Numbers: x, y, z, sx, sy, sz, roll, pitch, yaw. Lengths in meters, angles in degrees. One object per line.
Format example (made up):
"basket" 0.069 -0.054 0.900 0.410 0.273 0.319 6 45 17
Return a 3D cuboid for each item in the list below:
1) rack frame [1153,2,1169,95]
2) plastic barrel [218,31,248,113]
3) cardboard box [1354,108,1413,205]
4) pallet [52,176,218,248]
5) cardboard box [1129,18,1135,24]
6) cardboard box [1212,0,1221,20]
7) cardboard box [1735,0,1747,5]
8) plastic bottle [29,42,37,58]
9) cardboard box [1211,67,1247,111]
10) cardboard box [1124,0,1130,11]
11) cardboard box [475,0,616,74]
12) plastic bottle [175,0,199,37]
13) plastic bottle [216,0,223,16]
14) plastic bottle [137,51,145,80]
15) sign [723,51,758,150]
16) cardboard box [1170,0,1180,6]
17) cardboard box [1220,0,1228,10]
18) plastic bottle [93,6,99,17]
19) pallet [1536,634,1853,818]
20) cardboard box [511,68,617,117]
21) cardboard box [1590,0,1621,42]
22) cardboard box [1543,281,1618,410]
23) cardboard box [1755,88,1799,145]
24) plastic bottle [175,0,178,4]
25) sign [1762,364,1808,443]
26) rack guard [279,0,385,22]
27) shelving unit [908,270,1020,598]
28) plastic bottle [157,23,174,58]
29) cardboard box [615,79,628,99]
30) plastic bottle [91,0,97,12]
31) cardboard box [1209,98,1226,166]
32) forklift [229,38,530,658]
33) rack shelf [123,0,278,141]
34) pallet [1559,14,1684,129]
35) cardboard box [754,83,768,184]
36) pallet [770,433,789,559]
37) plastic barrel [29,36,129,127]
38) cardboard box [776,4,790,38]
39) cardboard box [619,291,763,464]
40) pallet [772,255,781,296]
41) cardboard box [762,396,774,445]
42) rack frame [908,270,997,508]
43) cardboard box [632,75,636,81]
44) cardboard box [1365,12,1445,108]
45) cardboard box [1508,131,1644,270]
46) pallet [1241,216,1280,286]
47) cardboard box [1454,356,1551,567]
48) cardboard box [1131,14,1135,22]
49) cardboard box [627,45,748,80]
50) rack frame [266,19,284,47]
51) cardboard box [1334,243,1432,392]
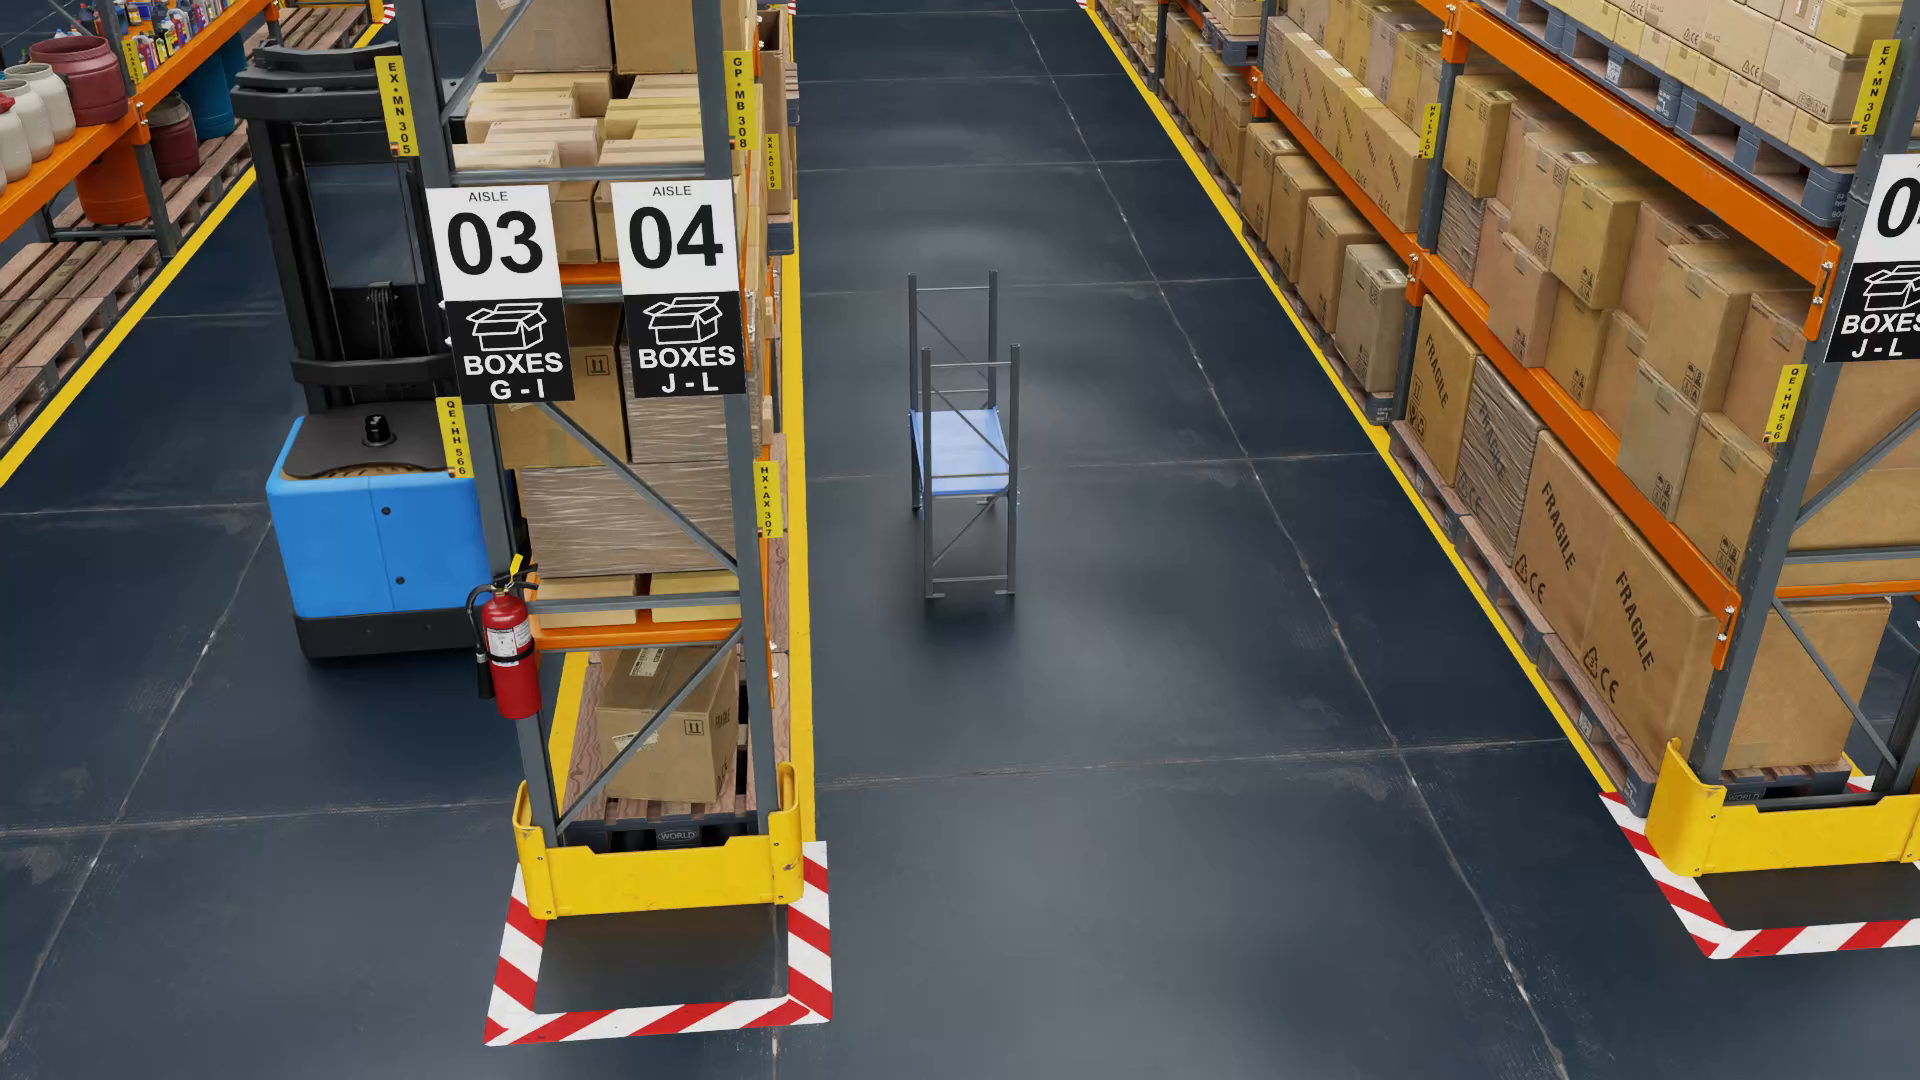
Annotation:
"rack frame" 2.564 -6.064 16.978 1.000 3.000 0.127 -3 31 -5
"plastic barrel" -7.281 -4.642 16.233 0.600 0.901 0.708 -3 31 -5
"cardboard box" 2.949 -2.535 10.971 0.500 0.500 0.500 -3 31 -5
"pallet" -7.056 -2.802 14.236 1.003 0.211 1.213 -3 31 -5
"cardboard box" 2.134 -5.870 19.022 0.380 0.149 0.250 -2 31 -4
"cardboard box" 2.388 -4.583 14.333 0.380 0.149 0.250 -2 31 -4
"cardboard box" 3.244 -2.230 6.593 0.380 0.149 0.250 -2 31 -4
"plastic bottle" -7.425 -3.853 13.389 0.061 0.283 0.133 -3 31 -5
"cardboard box" 2.555 -4.045 14.894 0.500 0.250 0.500 -2 31 -4
"cardboard box" 2.077 -6.108 18.841 0.380 0.149 0.250 -4 31 -6
"cardboard box" -1.659 -2.204 6.715 0.500 0.500 0.500 -3 31 -5
"plastic bottle" -6.800 -4.604 14.581 0.144 0.351 0.185 -3 31 -5
"plastic bottle" -6.875 -4.958 15.247 0.152 0.276 0.135 -3 31 -5
"plastic bottle" -6.643 -3.841 13.380 0.097 0.271 0.097 0 31 0
"sign" -0.722 -1.441 5.460 0.100 0.325 0.005 -3 31 -5
"cardboard box" 2.602 -6.133 18.884 0.380 0.149 0.250 -4 31 -7
"cardboard box" 2.412 -4.589 14.053 0.380 0.149 0.250 -2 31 -3
"plastic bottle" -7.480 -4.484 14.445 0.061 0.283 0.133 -3 31 -5
"pallet" 3.533 0.855 8.113 1.003 0.211 1.213 -3 31 -5
"cardboard box" -1.588 -1.805 6.680 0.380 0.149 0.250 -2 31 -4
"cardboard box" 3.149 -2.404 7.663 0.380 0.149 0.250 -2 31 -4
"cardboard box" 3.514 -1.030 8.403 0.875 0.550 0.500 -3 31 -5
"cardboard box" 3.294 -1.623 6.355 0.380 0.149 0.250 -3 31 -4
"plastic bottle" -6.963 -4.754 14.909 0.097 0.271 0.097 0 31 0
"sign" 3.144 -0.518 6.332 0.100 0.325 0.005 -3 31 -5
"rack guard" -7.704 -6.622 20.349 1.175 0.500 0.348 -3 31 -5
"shelving unit" 0.008 -0.600 9.292 0.538 1.500 1.048 -3 31 -5
"plastic bottle" -6.692 -4.210 13.987 0.061 0.283 0.133 -3 31 -5
"cardboard box" -1.649 -1.726 6.936 0.500 0.250 0.500 -2 31 -3
"plastic bottle" -7.514 -4.593 14.563 0.144 0.351 0.185 -3 31 -5
"cardboard box" 2.571 -3.718 15.078 0.500 0.500 0.500 -2 31 -3
"forklift" -3.096 -1.385 9.211 1.130 2.935 3.031 -4 31 -7
"rack shelf" -7.128 -4.311 14.744 1.077 0.370 4.000 -3 31 -5
"pallet" 3.488 -2.190 7.653 1.003 0.211 1.213 -3 31 -5
"cardboard box" -1.320 -2.177 9.107 0.500 0.500 0.500 -3 31 -5
"pallet" -1.538 -0.256 9.972 1.003 0.211 1.213 -3 31 -5
"plastic barrel" -6.596 -3.435 12.443 0.600 0.536 0.708 -3 31 -5
"cardboard box" -2.304 -4.821 16.558 1.225 0.875 0.875 -3 31 -4
"cardboard box" -1.043 -0.646 6.543 0.500 0.500 0.500 -3 31 -5
"pallet" -1.938 -2.240 13.294 1.003 0.211 1.213 -3 31 -5
"cardboard box" -1.095 -0.571 8.026 0.380 0.149 0.250 -3 31 -5
"rack frame" -0.039 -0.860 9.727 0.500 1.500 0.032 -3 31 -5
"cardboard box" -1.215 -2.089 7.154 0.380 0.149 0.250 -3 31 -5
"cardboard box" 3.162 -3.226 11.153 0.700 0.500 0.500 -3 31 -4
"cardboard box" 3.392 -1.761 8.573 0.875 0.550 0.550 -3 31 -5
"pallet" 2.936 -2.419 13.594 1.003 0.211 1.213 -3 31 -5
"cardboard box" 3.389 -0.464 9.264 0.875 0.875 0.875 -3 31 -4
"cardboard box" 2.164 -5.967 18.896 0.380 0.149 0.250 -4 31 -7
"cardboard box" -1.201 -2.015 7.420 0.500 0.250 0.500 -2 31 -3
"rack frame" -7.315 -5.641 16.269 1.000 3.000 0.127 -3 31 -5
"cardboard box" 3.164 -1.507 11.132 1.050 0.750 0.750 -3 31 -5
